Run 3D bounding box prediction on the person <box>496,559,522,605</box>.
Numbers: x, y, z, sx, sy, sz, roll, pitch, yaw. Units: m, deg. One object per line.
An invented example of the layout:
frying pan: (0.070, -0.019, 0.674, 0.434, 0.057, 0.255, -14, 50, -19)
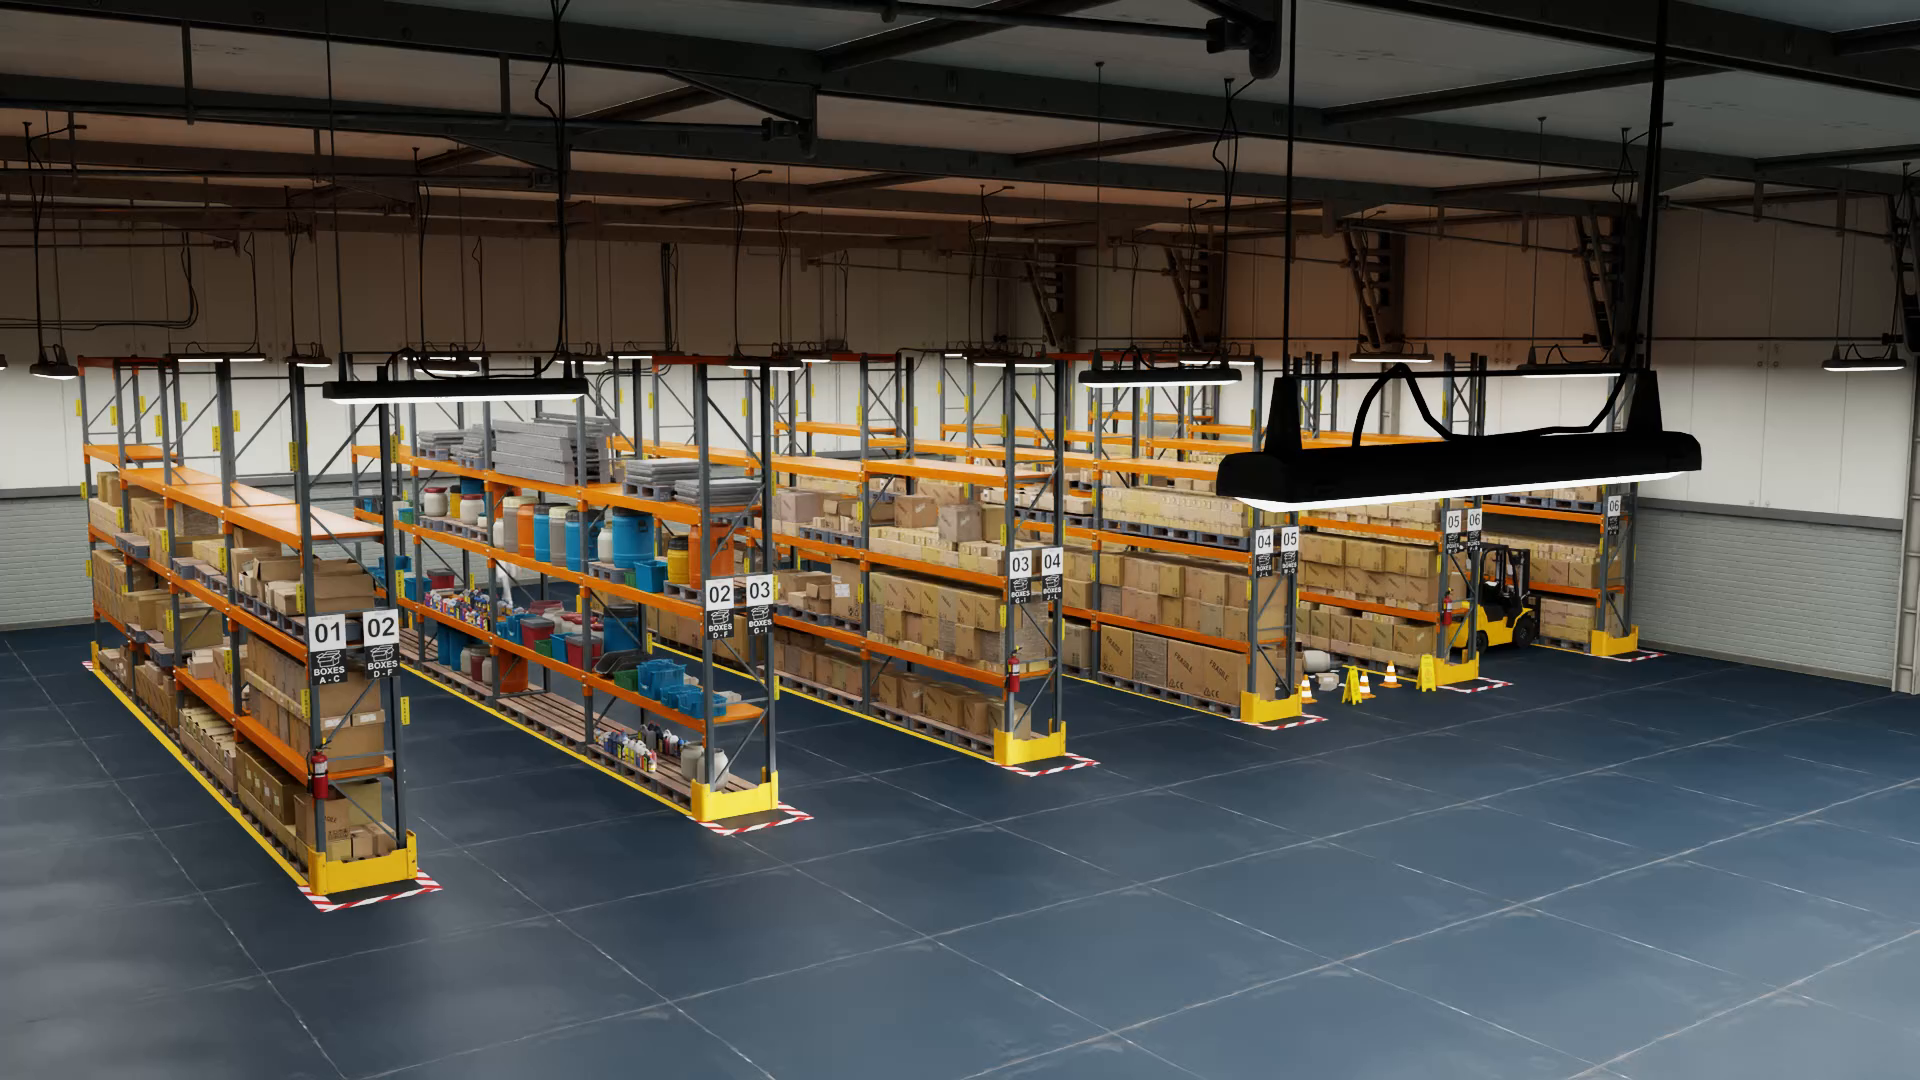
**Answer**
person: (-10.756, 0.660, 39.528, 0.651, 1.711, 1.129, -4, 8, -32)
